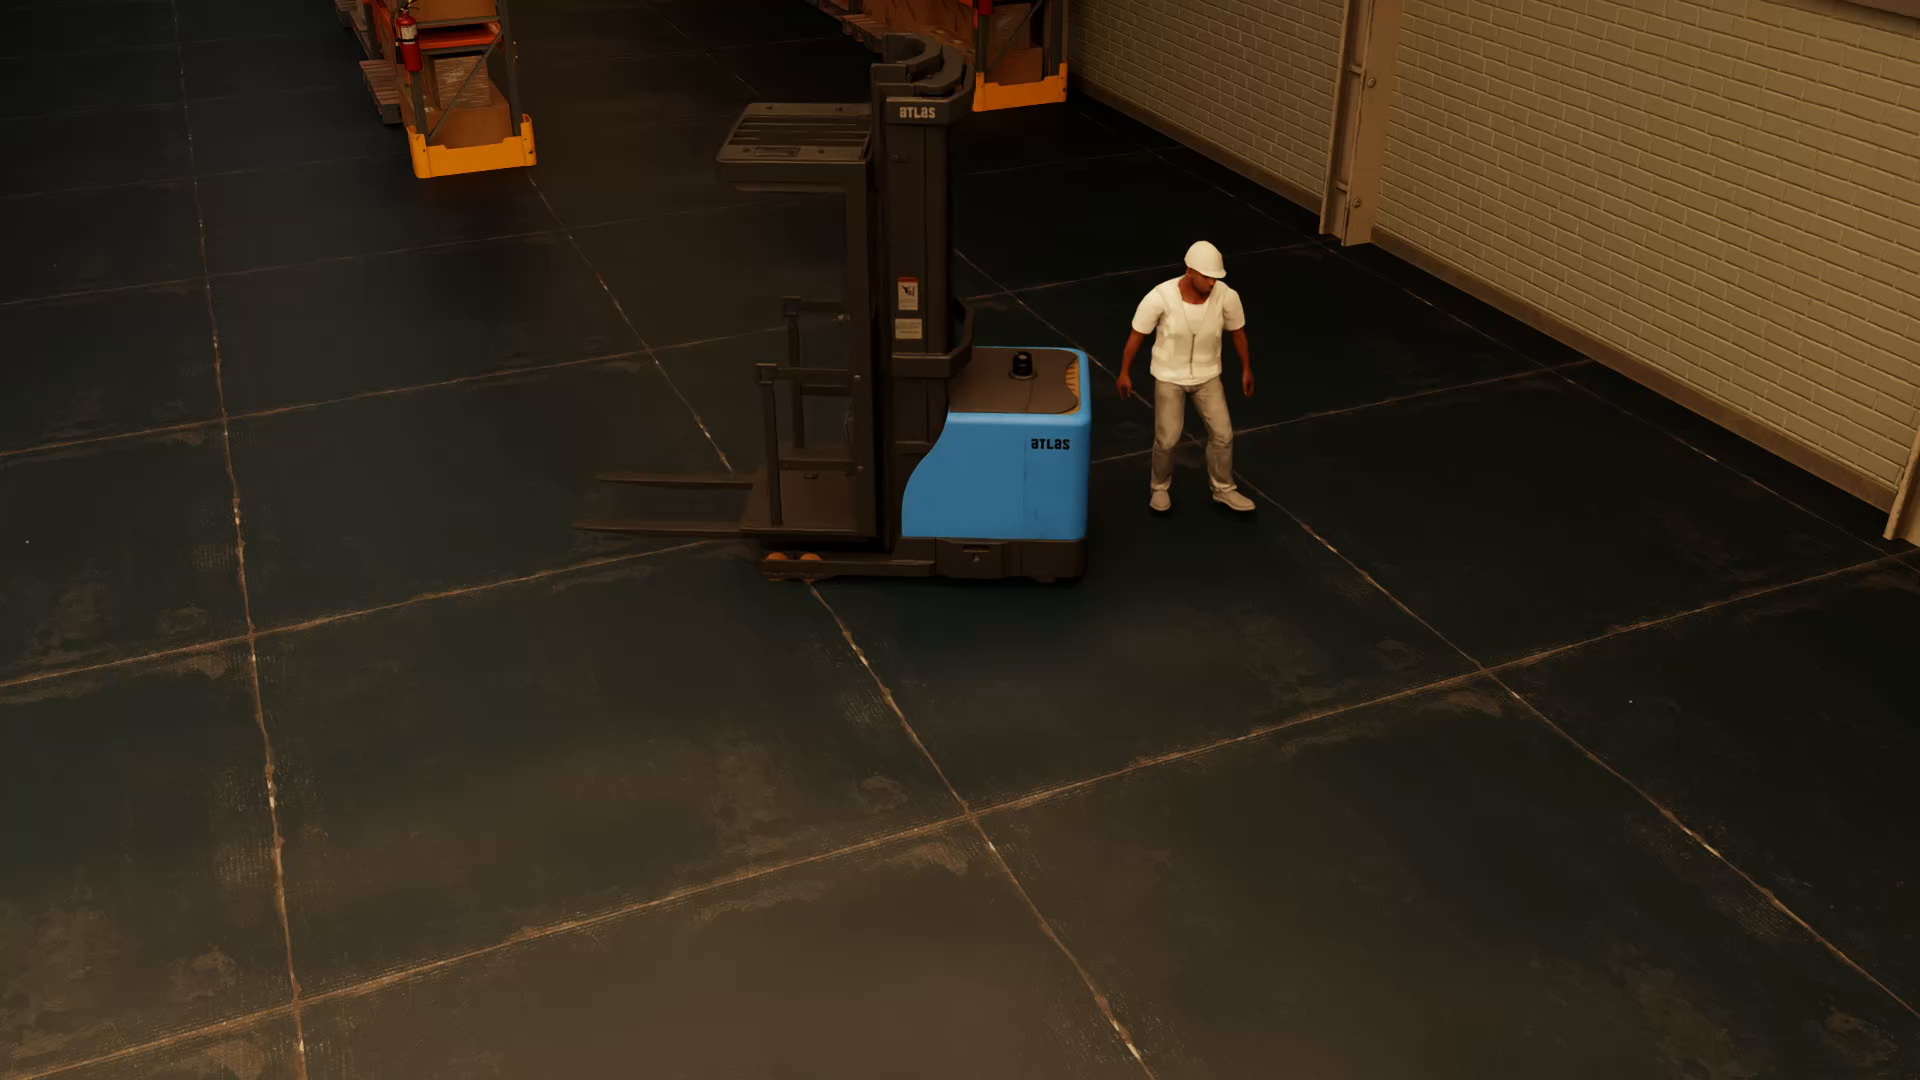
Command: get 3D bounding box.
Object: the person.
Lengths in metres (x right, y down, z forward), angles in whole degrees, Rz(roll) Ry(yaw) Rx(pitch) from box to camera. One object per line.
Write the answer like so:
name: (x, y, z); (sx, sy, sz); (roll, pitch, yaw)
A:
person: (1.386, -0.971, 9.948); (0.866, 1.732, 0.438); (-3, 30, -6)

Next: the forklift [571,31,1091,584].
forklift: (-0.759, -1.286, 9.369); (3.031, 2.935, 1.130); (1, 30, 2)
